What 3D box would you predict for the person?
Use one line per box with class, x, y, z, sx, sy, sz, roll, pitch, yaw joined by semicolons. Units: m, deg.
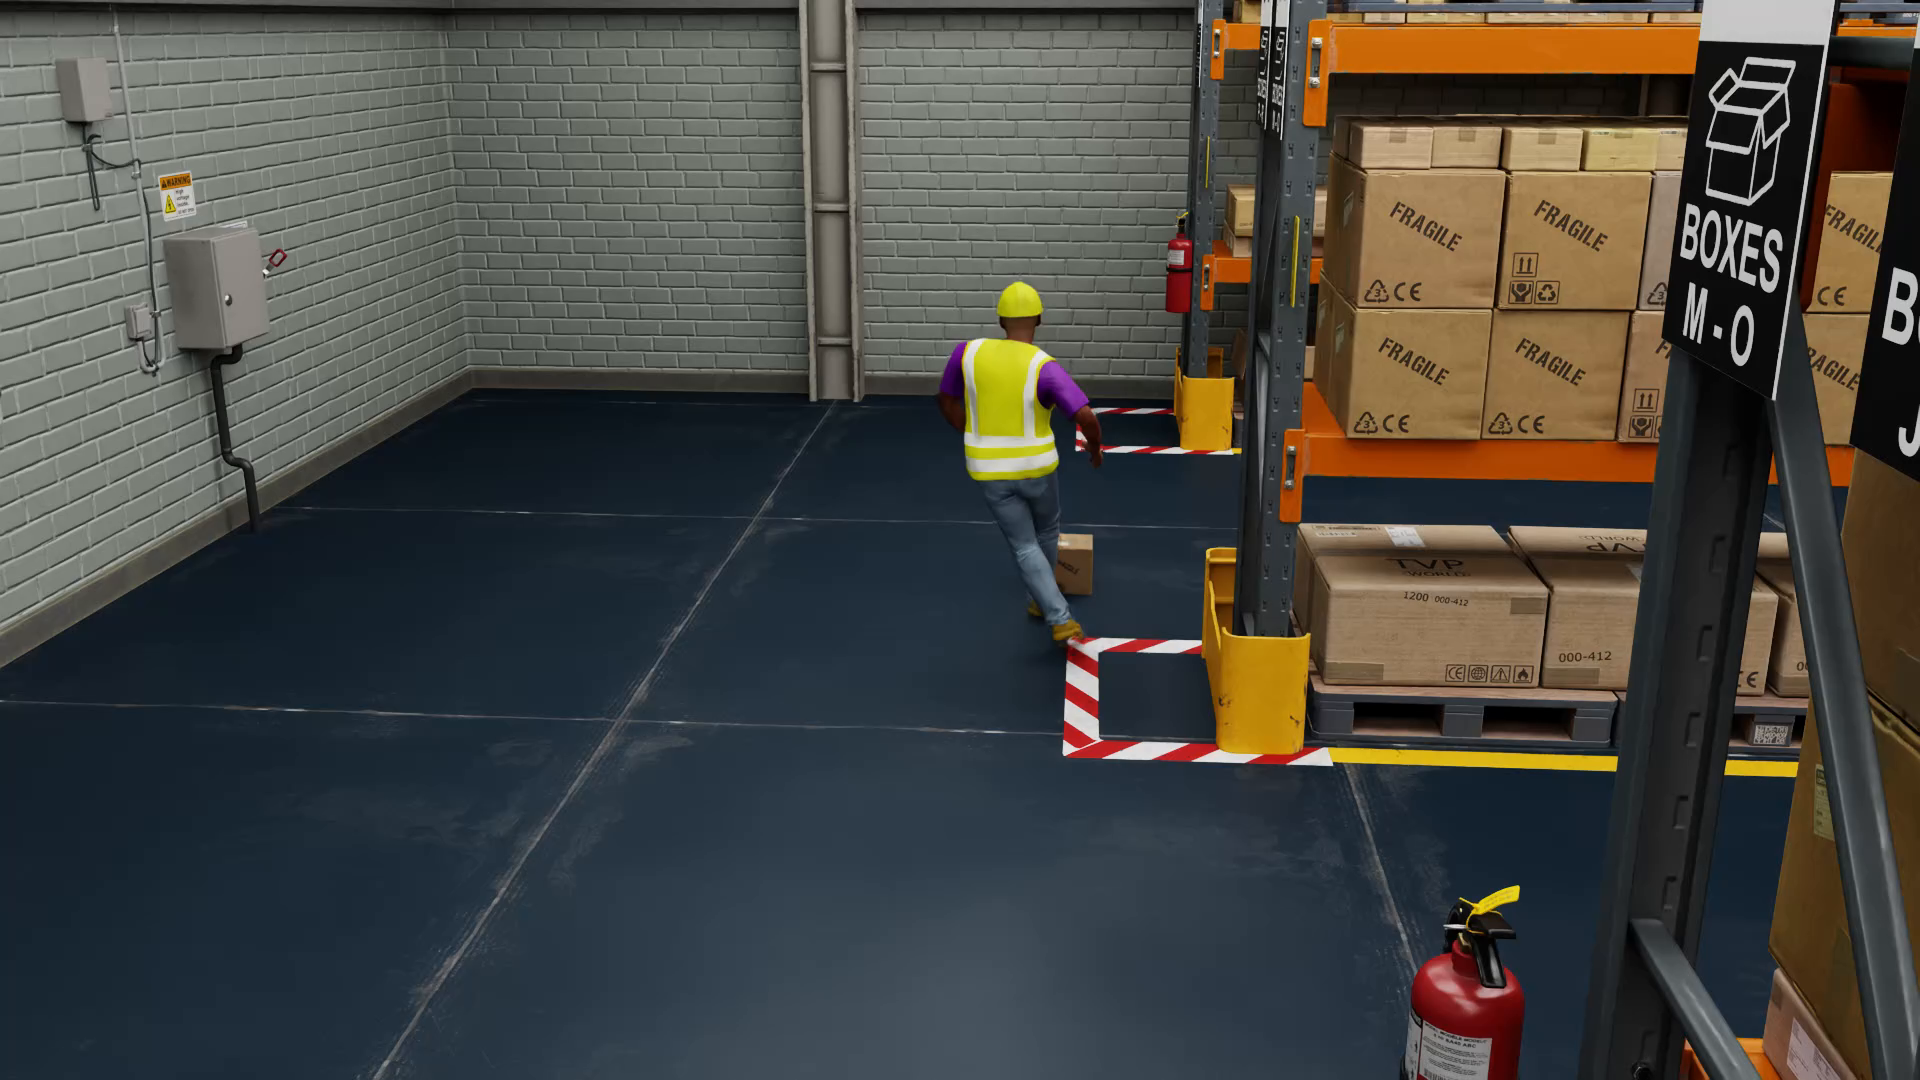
person;0.266;-0.391;7.871;0.794;1.698;0.795;2;17;6
